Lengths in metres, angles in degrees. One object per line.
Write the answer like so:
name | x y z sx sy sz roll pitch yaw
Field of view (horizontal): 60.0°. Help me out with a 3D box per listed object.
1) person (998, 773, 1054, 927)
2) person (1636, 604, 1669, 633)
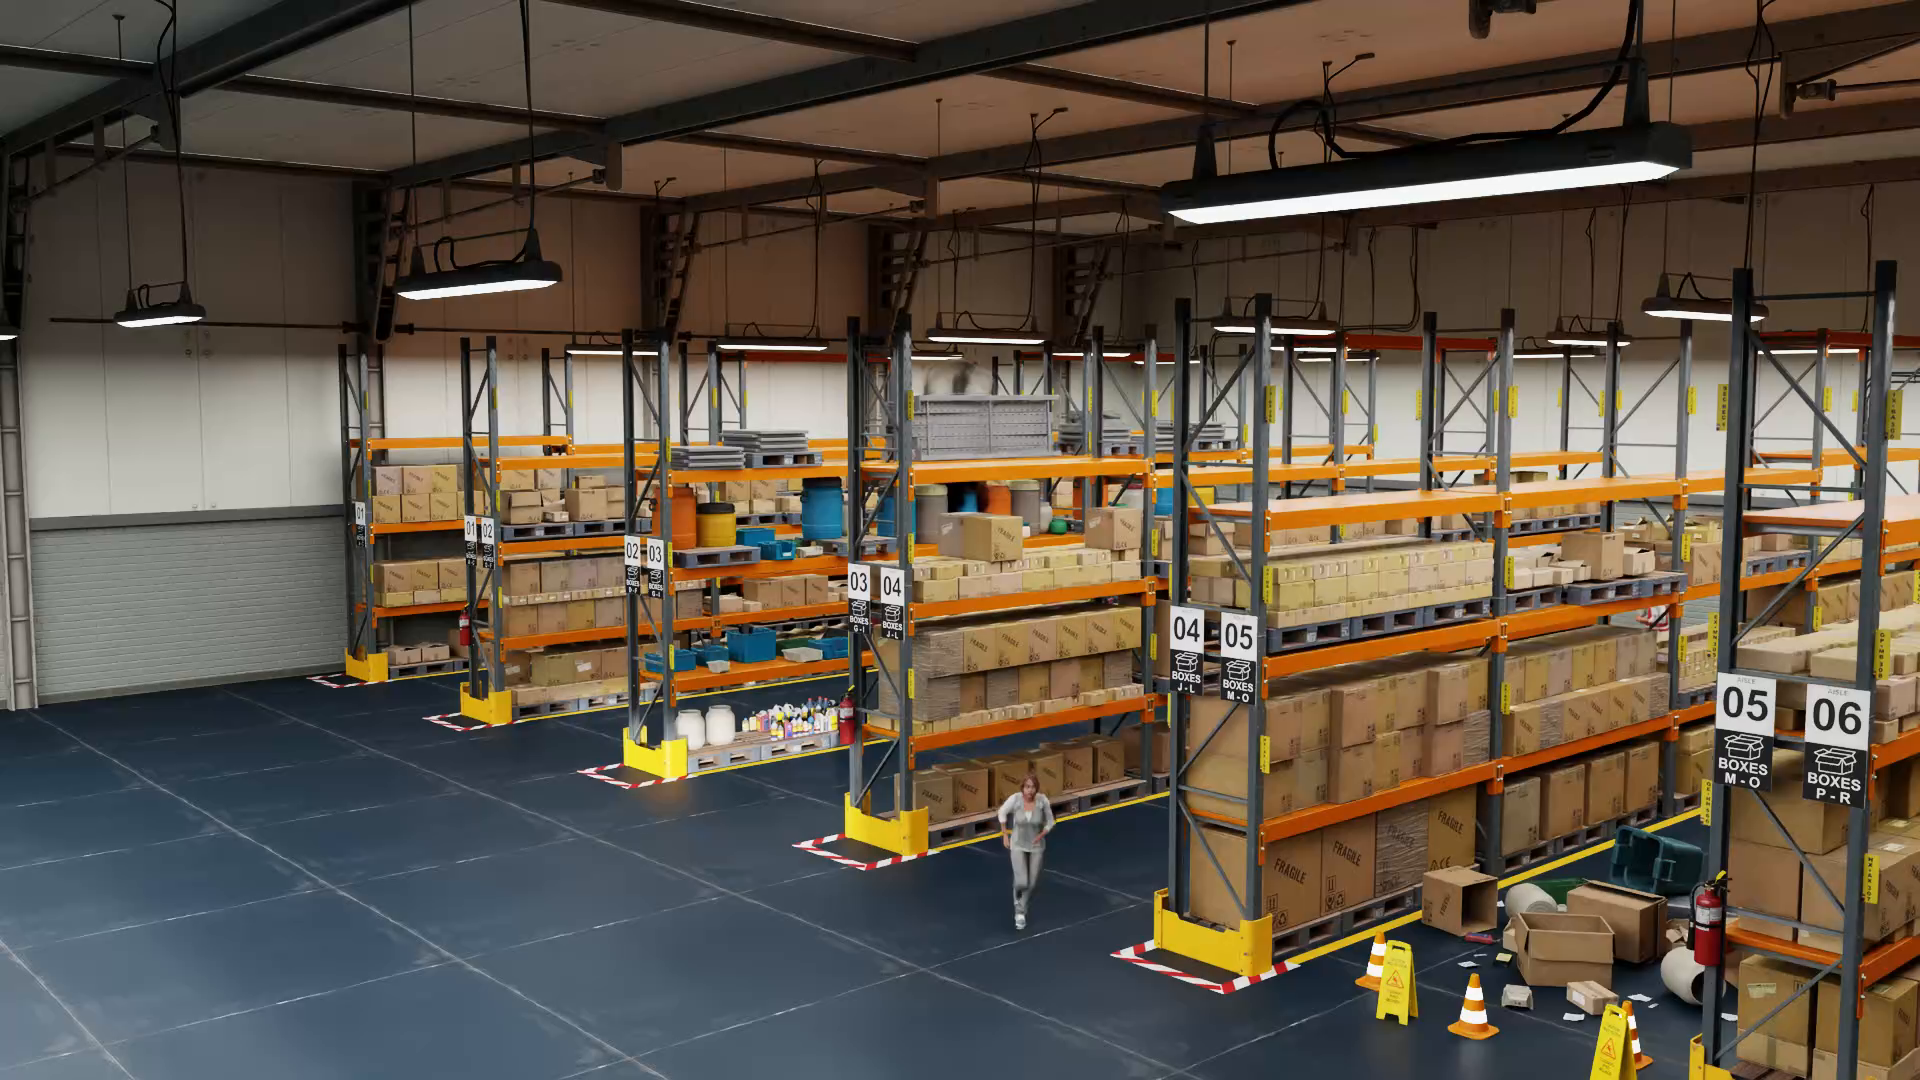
person | 0.647 2.972 15.908 0.511 1.540 0.588 -1 5 -7
person | 12.123 1.661 28.989 0.670 1.812 0.897 1 5 16
